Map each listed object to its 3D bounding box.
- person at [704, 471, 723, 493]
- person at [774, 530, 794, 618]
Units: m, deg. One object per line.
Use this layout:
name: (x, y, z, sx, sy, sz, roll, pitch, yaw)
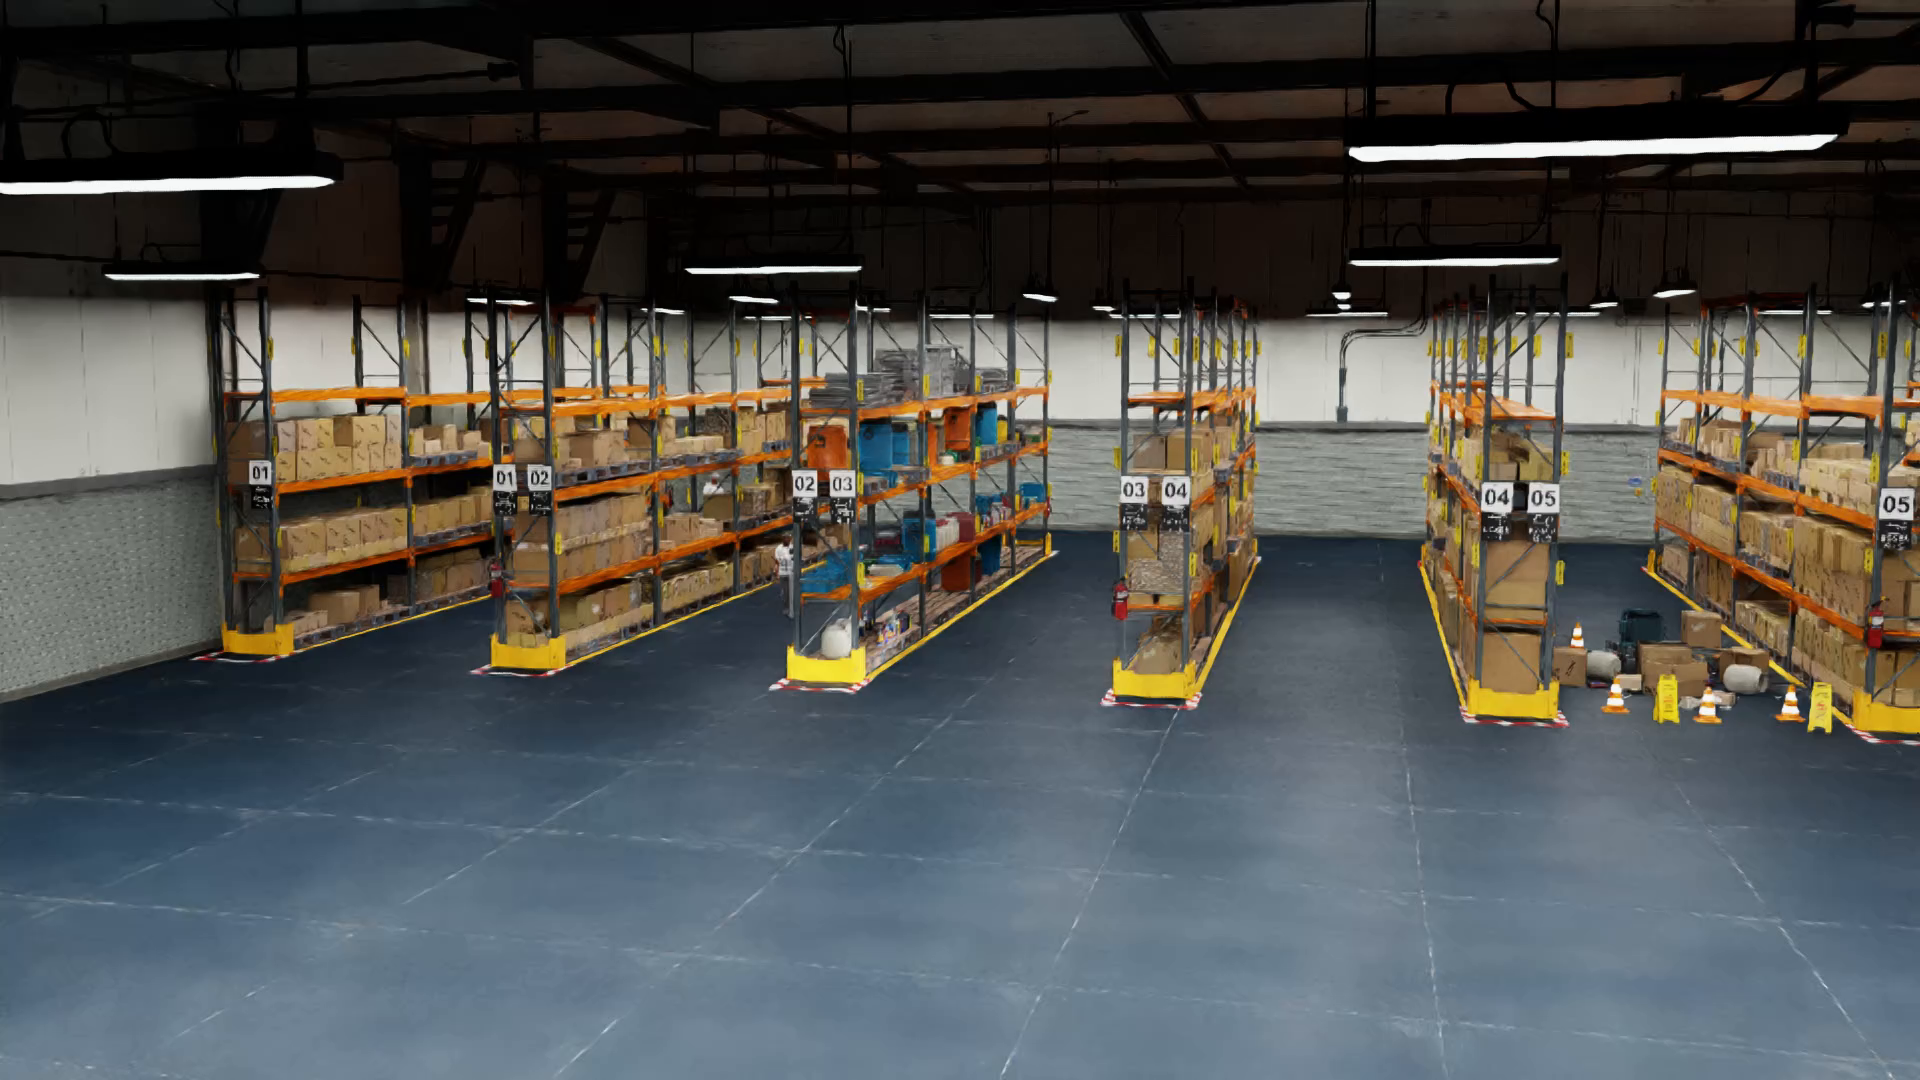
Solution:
person: (-6.453, -0.944, 44.061, 0.744, 1.755, 0.567, -5, 8, -38)
person: (-3.235, 0.613, 31.098, 0.443, 1.622, 0.996, 1, 7, 5)
